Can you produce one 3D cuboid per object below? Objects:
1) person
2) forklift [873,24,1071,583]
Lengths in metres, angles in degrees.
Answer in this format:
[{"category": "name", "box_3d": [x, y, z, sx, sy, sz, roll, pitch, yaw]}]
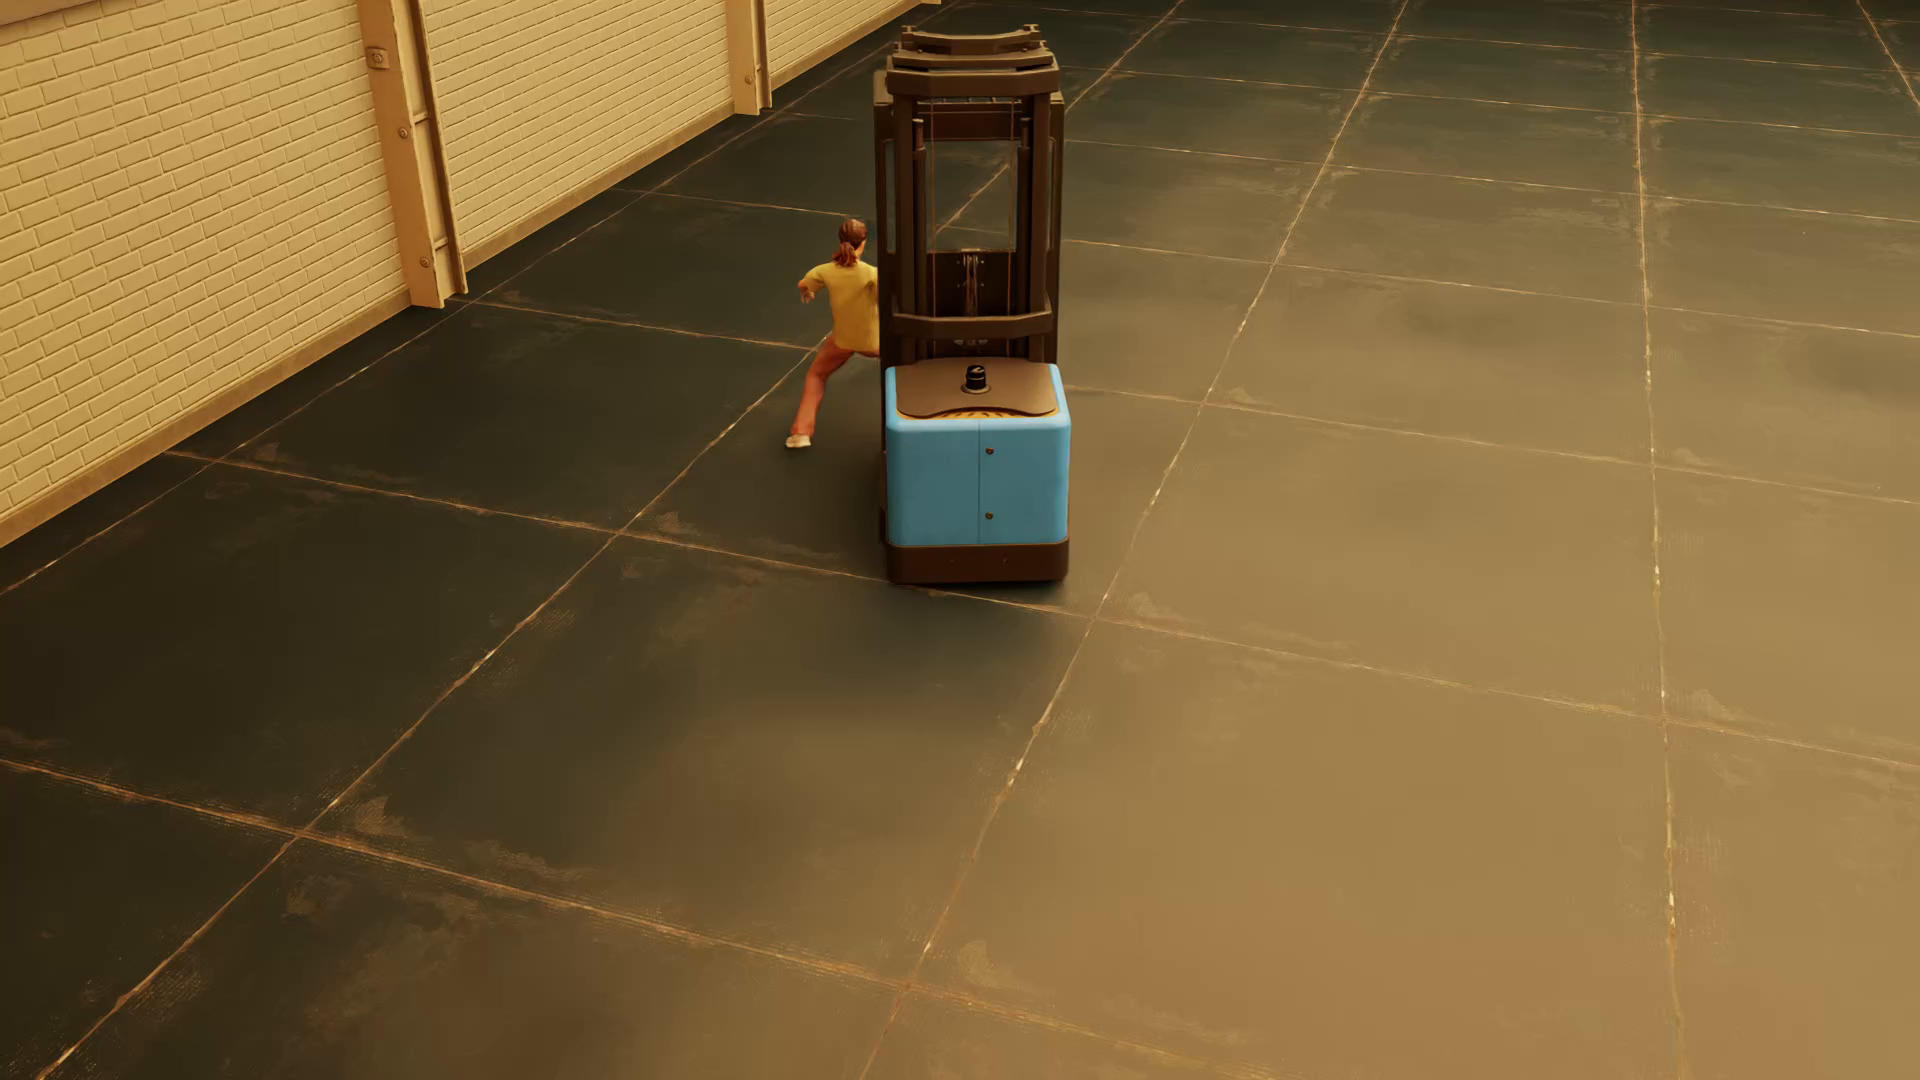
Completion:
[{"category": "person", "box_3d": [-0.669, -1.383, 10.963, 0.933, 1.555, 0.897, 9, 31, 15]}, {"category": "forklift", "box_3d": [0.039, -1.720, 10.154, 1.130, 2.935, 3.031, -1, 30, -2]}]
